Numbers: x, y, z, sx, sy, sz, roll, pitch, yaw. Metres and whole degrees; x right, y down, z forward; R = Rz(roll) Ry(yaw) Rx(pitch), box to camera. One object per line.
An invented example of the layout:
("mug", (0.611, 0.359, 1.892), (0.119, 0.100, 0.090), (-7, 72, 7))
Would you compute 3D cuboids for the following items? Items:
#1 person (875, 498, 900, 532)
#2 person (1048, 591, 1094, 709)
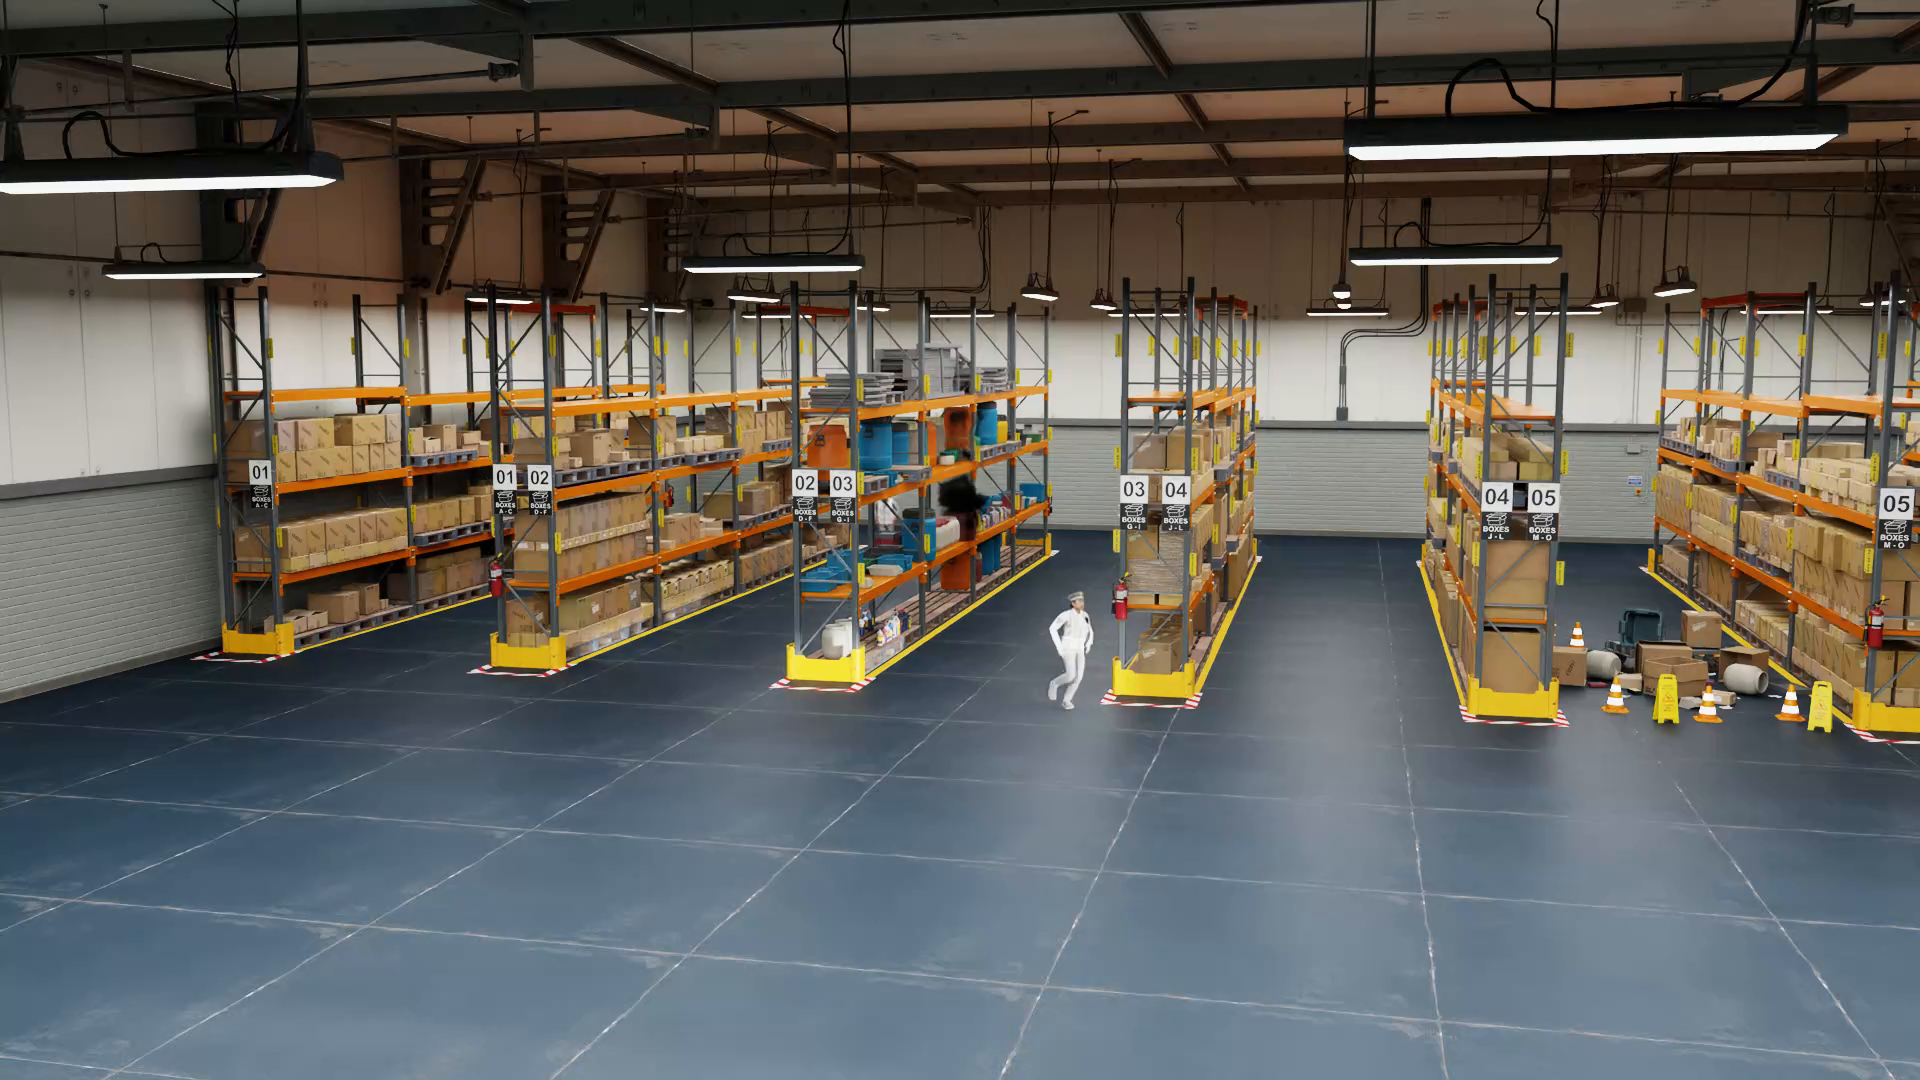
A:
("person", (-1.782, -0.395, 39.509), (0.665, 1.740, 0.571), (1, 7, 10))
("person", (1.587, 1.524, 23.310), (0.664, 1.636, 0.517), (-4, 8, -34))
